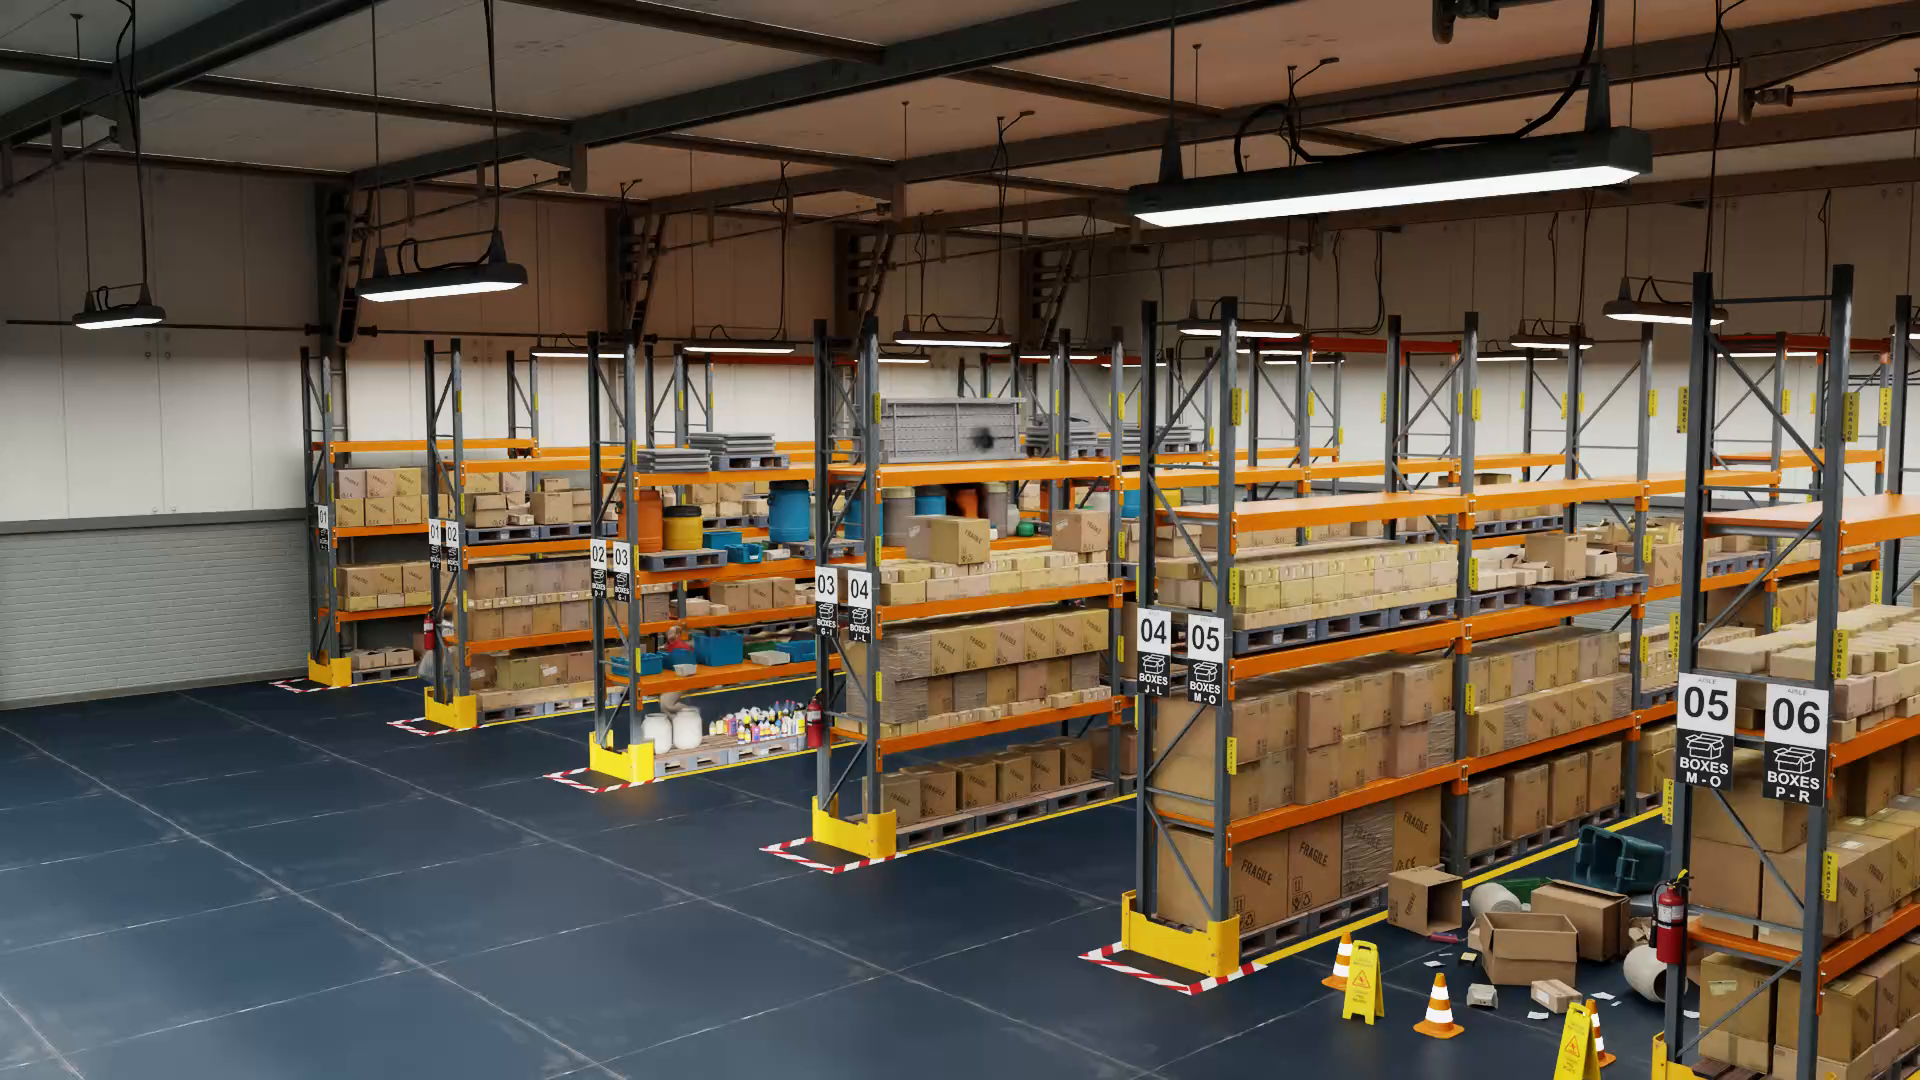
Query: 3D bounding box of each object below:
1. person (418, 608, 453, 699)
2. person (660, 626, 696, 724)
[{"bbox_3d":[-8.756,1.905,27.836,0.667,1.627,0.483,4,6,37],"label":"person"},{"bbox_3d":[-4.309,2.130,25.020,0.514,1.687,0.719,-4,7,-42],"label":"person"}]
